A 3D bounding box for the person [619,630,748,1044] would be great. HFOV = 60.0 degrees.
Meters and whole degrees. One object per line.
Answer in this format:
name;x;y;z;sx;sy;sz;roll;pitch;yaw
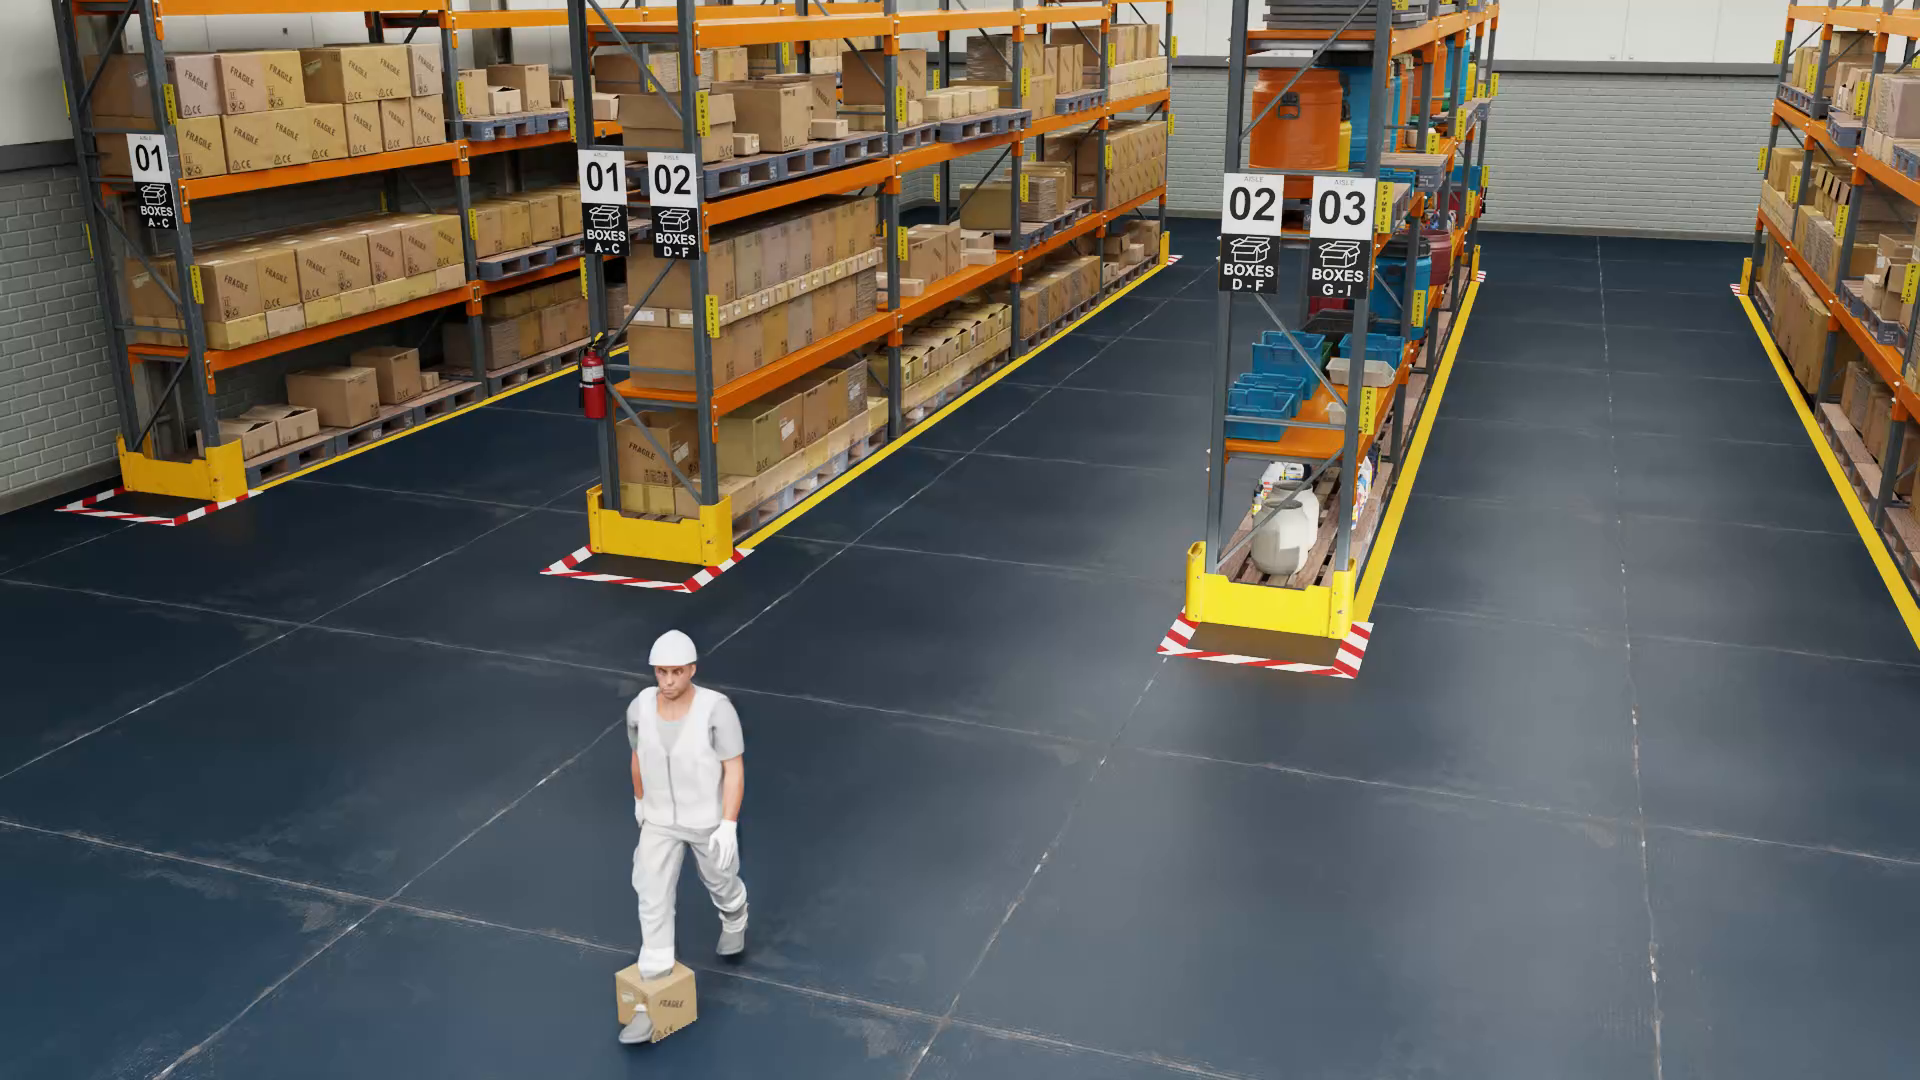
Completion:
person;-1.220;1.239;7.307;0.588;1.746;1.040;3;19;9
